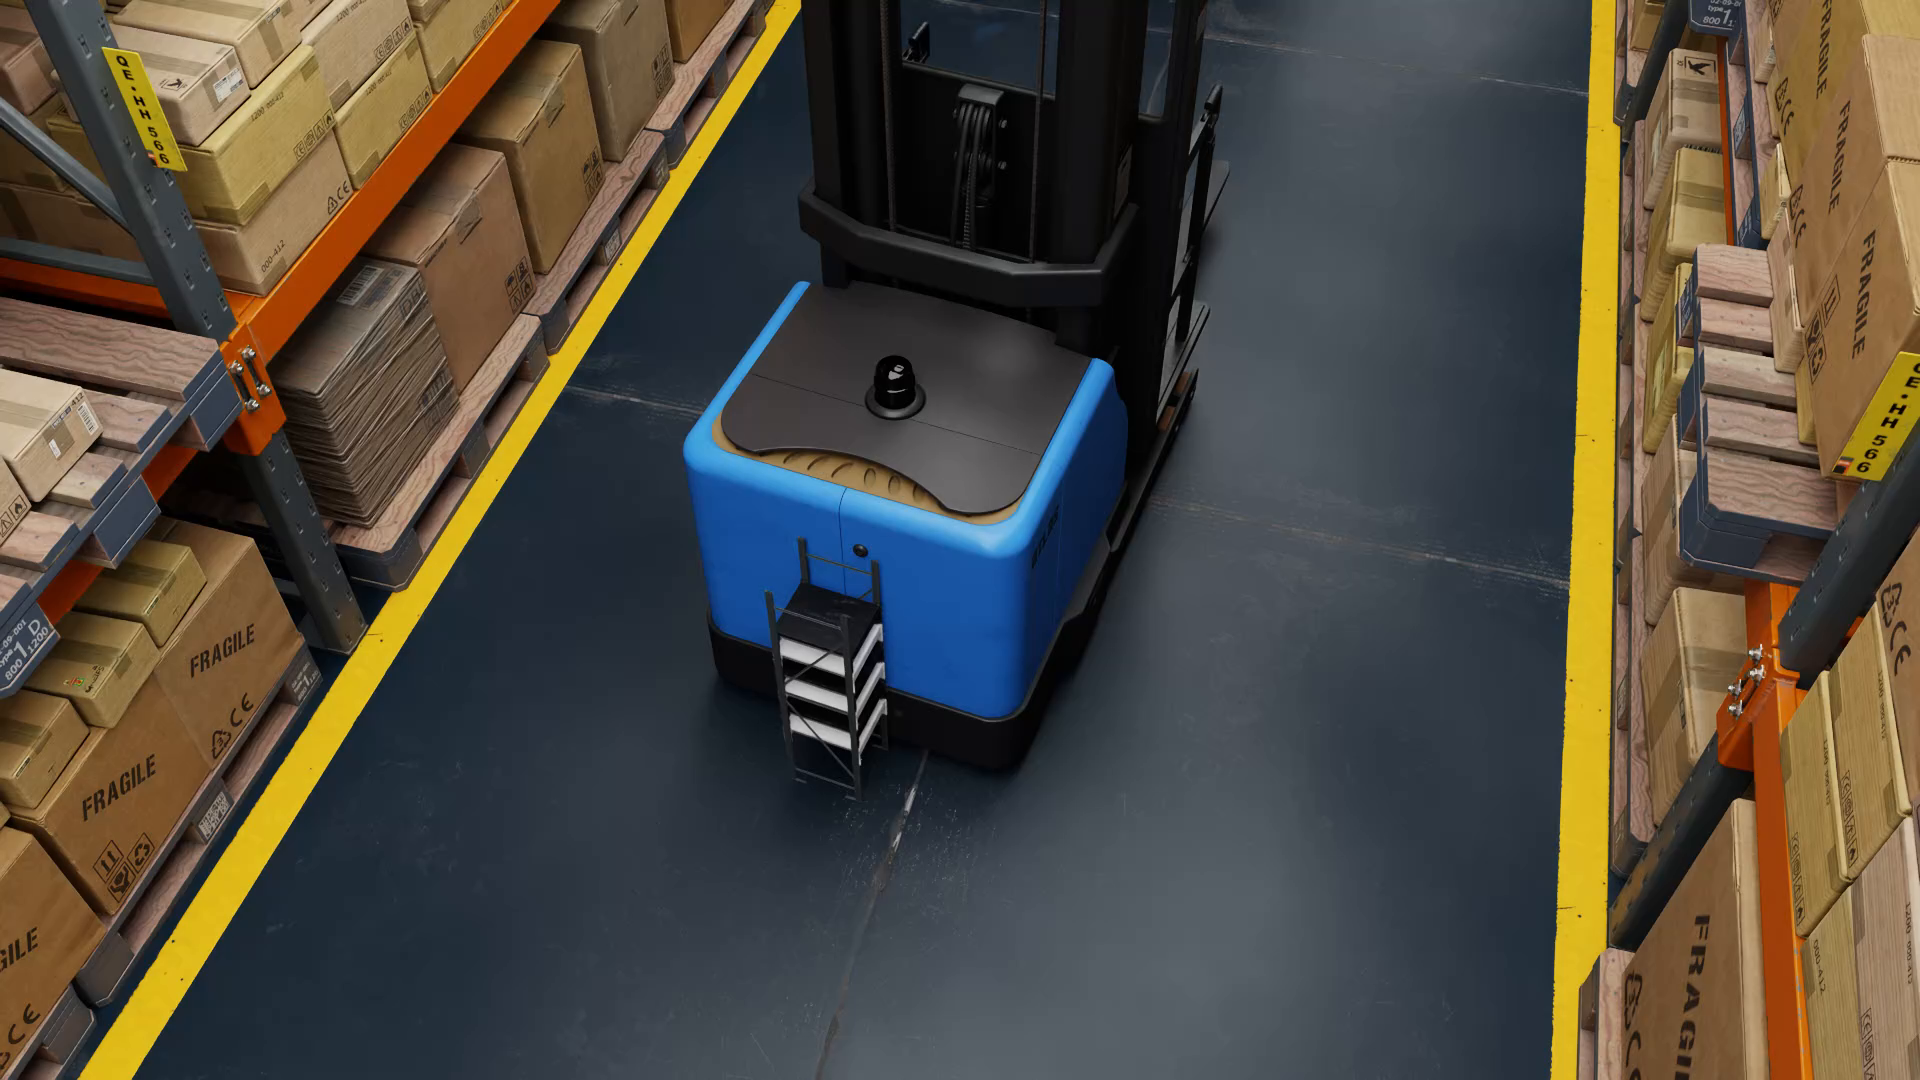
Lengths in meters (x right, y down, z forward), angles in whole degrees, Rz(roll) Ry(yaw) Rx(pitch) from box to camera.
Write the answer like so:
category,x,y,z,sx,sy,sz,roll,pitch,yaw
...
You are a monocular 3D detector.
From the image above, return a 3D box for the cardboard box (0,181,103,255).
category,x,y,z,sx,sy,sz,roll,pitch,yaw
cardboard box,-2.578,-1.081,4.804,0.500,0.250,0.500,11,49,9

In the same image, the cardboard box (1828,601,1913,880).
category,x,y,z,sx,sy,sz,roll,pitch,yaw
cardboard box,1.968,0.424,3.142,0.500,0.250,0.500,11,50,10

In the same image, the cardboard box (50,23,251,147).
category,x,y,z,sx,sy,sz,roll,pitch,yaw
cardboard box,-2.082,-1.175,4.287,0.380,0.149,0.250,13,50,11

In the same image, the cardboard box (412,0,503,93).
category,x,y,z,sx,sy,sz,roll,pitch,yaw
cardboard box,-1.831,-1.715,5.363,0.500,0.250,0.500,10,49,9

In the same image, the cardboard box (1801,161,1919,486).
category,x,y,z,sx,sy,sz,roll,pitch,yaw
cardboard box,2.191,-0.433,3.586,0.500,0.500,0.500,10,49,9

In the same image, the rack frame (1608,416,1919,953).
category,x,y,z,sx,sy,sz,roll,pitch,yaw
rack frame,2.340,0.222,3.554,1.000,3.000,0.127,12,50,10

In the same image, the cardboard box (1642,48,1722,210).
category,x,y,z,sx,sy,sz,roll,pitch,yaw
cardboard box,3.257,-1.561,6.600,0.950,0.372,0.625,12,50,11

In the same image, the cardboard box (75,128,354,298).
category,x,y,z,sx,sy,sz,roll,pitch,yaw
cardboard box,-2.097,-0.978,4.713,0.500,0.250,0.500,12,50,10

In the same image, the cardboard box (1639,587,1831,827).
category,x,y,z,sx,sy,sz,roll,pitch,yaw
cardboard box,2.498,0.545,4.740,0.950,0.372,0.625,9,49,7

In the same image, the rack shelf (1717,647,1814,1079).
category,x,y,z,sx,sy,sz,roll,pitch,yaw
rack shelf,1.814,1.906,2.547,1.077,0.370,4.000,12,50,10

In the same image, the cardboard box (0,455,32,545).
category,x,y,z,sx,sy,sz,roll,pitch,yaw
cardboard box,-2.415,-0.018,3.585,0.500,0.250,0.500,9,49,8

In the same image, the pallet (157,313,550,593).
category,x,y,z,sx,sy,sz,roll,pitch,yaw
pallet,-2.195,-0.420,5.980,1.003,0.211,1.213,12,50,10

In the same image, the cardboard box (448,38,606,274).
category,x,y,z,sx,sy,sz,roll,pitch,yaw
cardboard box,-1.931,-1.518,6.393,0.875,0.625,0.625,10,49,8

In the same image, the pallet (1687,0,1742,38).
category,x,y,z,sx,sy,sz,roll,pitch,yaw
pallet,3.051,-2.084,5.717,1.003,0.211,1.213,12,50,10

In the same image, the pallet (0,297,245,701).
category,x,y,z,sx,sy,sz,roll,pitch,yaw
pallet,-2.560,-0.188,4.043,1.213,0.211,1.003,12,50,10

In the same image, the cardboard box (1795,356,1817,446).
category,x,y,z,sx,sy,sz,roll,pitch,yaw
cardboard box,2.200,-0.326,3.925,0.380,0.149,0.250,12,50,11

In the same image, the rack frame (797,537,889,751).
category,x,y,z,sx,sy,sz,roll,pitch,yaw
rack frame,-0.333,0.324,4.864,0.240,0.900,0.006,17,51,14

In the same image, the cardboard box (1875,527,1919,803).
category,x,y,z,sx,sy,sz,roll,pitch,yaw
cardboard box,1.974,0.166,2.869,0.500,0.500,0.500,10,49,9

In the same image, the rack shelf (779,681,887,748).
category,x,y,z,sx,sy,sz,roll,pitch,yaw
rack shelf,-0.371,0.476,4.894,0.258,0.077,0.200,17,51,14

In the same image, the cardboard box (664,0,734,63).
category,x,y,z,sx,sy,sz,roll,pitch,yaw
cardboard box,-1.523,-2.622,7.367,0.875,0.625,0.625,14,50,12

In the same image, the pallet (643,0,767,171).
category,x,y,z,sx,sy,sz,roll,pitch,yaw
pallet,-1.553,-2.185,7.538,1.003,0.211,1.213,12,50,10

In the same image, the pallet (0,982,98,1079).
category,x,y,z,sx,sy,sz,roll,pitch,yaw
pallet,-3.006,1.580,4.215,1.003,0.211,1.213,12,50,10

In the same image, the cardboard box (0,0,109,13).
category,x,y,z,sx,sy,sz,roll,pitch,yaw
cardboard box,-2.598,-1.490,4.565,0.380,0.149,0.250,13,50,11

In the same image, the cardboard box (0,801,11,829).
category,x,y,z,sx,sy,sz,roll,pitch,yaw
cardboard box,-2.602,0.693,4.092,0.380,0.149,0.250,13,50,11

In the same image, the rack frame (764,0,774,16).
category,x,y,z,sx,sy,sz,roll,pitch,yaw
rack frame,-1.397,-3.648,6.969,1.000,3.000,0.127,12,50,10

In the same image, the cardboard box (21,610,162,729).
category,x,y,z,sx,sy,sz,roll,pitch,yaw
cardboard box,-2.377,0.329,4.413,0.380,0.149,0.250,9,49,8

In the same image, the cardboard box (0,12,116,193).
category,x,y,z,sx,sy,sz,roll,pitch,yaw
cardboard box,-2.600,-1.251,4.620,0.500,0.250,0.500,13,50,11

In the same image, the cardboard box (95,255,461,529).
category,x,y,z,sx,sy,sz,roll,pitch,yaw
cardboard box,-2.272,-0.557,5.545,0.875,0.625,0.625,13,50,11

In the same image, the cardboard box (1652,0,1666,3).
category,x,y,z,sx,sy,sz,roll,pitch,yaw
cardboard box,3.290,-2.630,7.124,0.500,0.500,0.500,11,49,10

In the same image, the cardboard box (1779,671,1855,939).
category,x,y,z,sx,sy,sz,roll,pitch,yaw
cardboard box,1.968,0.576,3.341,0.500,0.250,0.500,11,49,9

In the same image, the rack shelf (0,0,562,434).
category,x,y,z,sx,sy,sz,roll,pitch,yaw
rack shelf,-1.923,-1.964,5.962,1.077,0.370,4.000,12,50,10

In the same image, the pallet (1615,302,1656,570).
category,x,y,z,sx,sy,sz,roll,pitch,yaw
pallet,2.870,-0.300,5.874,1.003,0.211,1.213,12,50,10

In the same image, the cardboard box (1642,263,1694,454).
category,x,y,z,sx,sy,sz,roll,pitch,yaw
cardboard box,2.890,-0.537,5.696,0.950,0.372,0.625,13,50,11

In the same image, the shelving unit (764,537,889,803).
category,x,y,z,sx,sy,sz,roll,pitch,yaw
shelving unit,-0.371,0.395,4.801,0.258,0.900,0.210,17,51,14

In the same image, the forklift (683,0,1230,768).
category,x,y,z,sx,sy,sz,roll,pitch,yaw
forklift,0.232,-1.407,5.037,1.130,2.935,3.031,17,51,14

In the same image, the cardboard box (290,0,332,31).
category,x,y,z,sx,sy,sz,roll,pitch,yaw
cardboard box,-1.970,-1.560,4.627,0.380,0.149,0.250,13,50,11

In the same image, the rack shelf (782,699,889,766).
category,x,y,z,sx,sy,sz,roll,pitch,yaw
rack shelf,-0.371,0.536,4.961,0.258,0.077,0.200,17,51,14

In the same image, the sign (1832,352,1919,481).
category,x,y,z,sx,sy,sz,roll,pitch,yaw
sign,1.814,-0.236,3.238,0.100,0.325,0.005,12,50,10

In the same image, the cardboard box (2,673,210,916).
category,x,y,z,sx,sy,sz,roll,pitch,yaw
cardboard box,-2.495,0.641,4.571,0.500,0.500,0.500,11,49,9

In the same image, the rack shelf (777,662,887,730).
category,x,y,z,sx,sy,sz,roll,pitch,yaw
rack shelf,-0.371,0.417,4.826,0.258,0.077,0.200,17,51,14

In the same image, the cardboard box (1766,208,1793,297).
category,x,y,z,sx,sy,sz,roll,pitch,yaw
cardboard box,2.297,-0.698,4.252,0.380,0.149,0.250,9,49,8

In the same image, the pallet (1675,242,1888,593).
category,x,y,z,sx,sy,sz,roll,pitch,yaw
pallet,2.425,-0.251,4.099,1.213,0.211,1.003,12,50,10

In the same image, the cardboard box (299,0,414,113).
category,x,y,z,sx,sy,sz,roll,pitch,yaw
cardboard box,-1.964,-1.506,4.845,0.500,0.250,0.500,13,50,11

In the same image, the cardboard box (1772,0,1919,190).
category,x,y,z,sx,sy,sz,roll,pitch,yaw
cardboard box,2.449,-1.174,4.240,0.500,0.500,0.500,9,49,7

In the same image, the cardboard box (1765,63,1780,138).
category,x,y,z,sx,sy,sz,roll,pitch,yaw
cardboard box,2.531,-1.254,4.744,0.380,0.149,0.250,10,49,9
